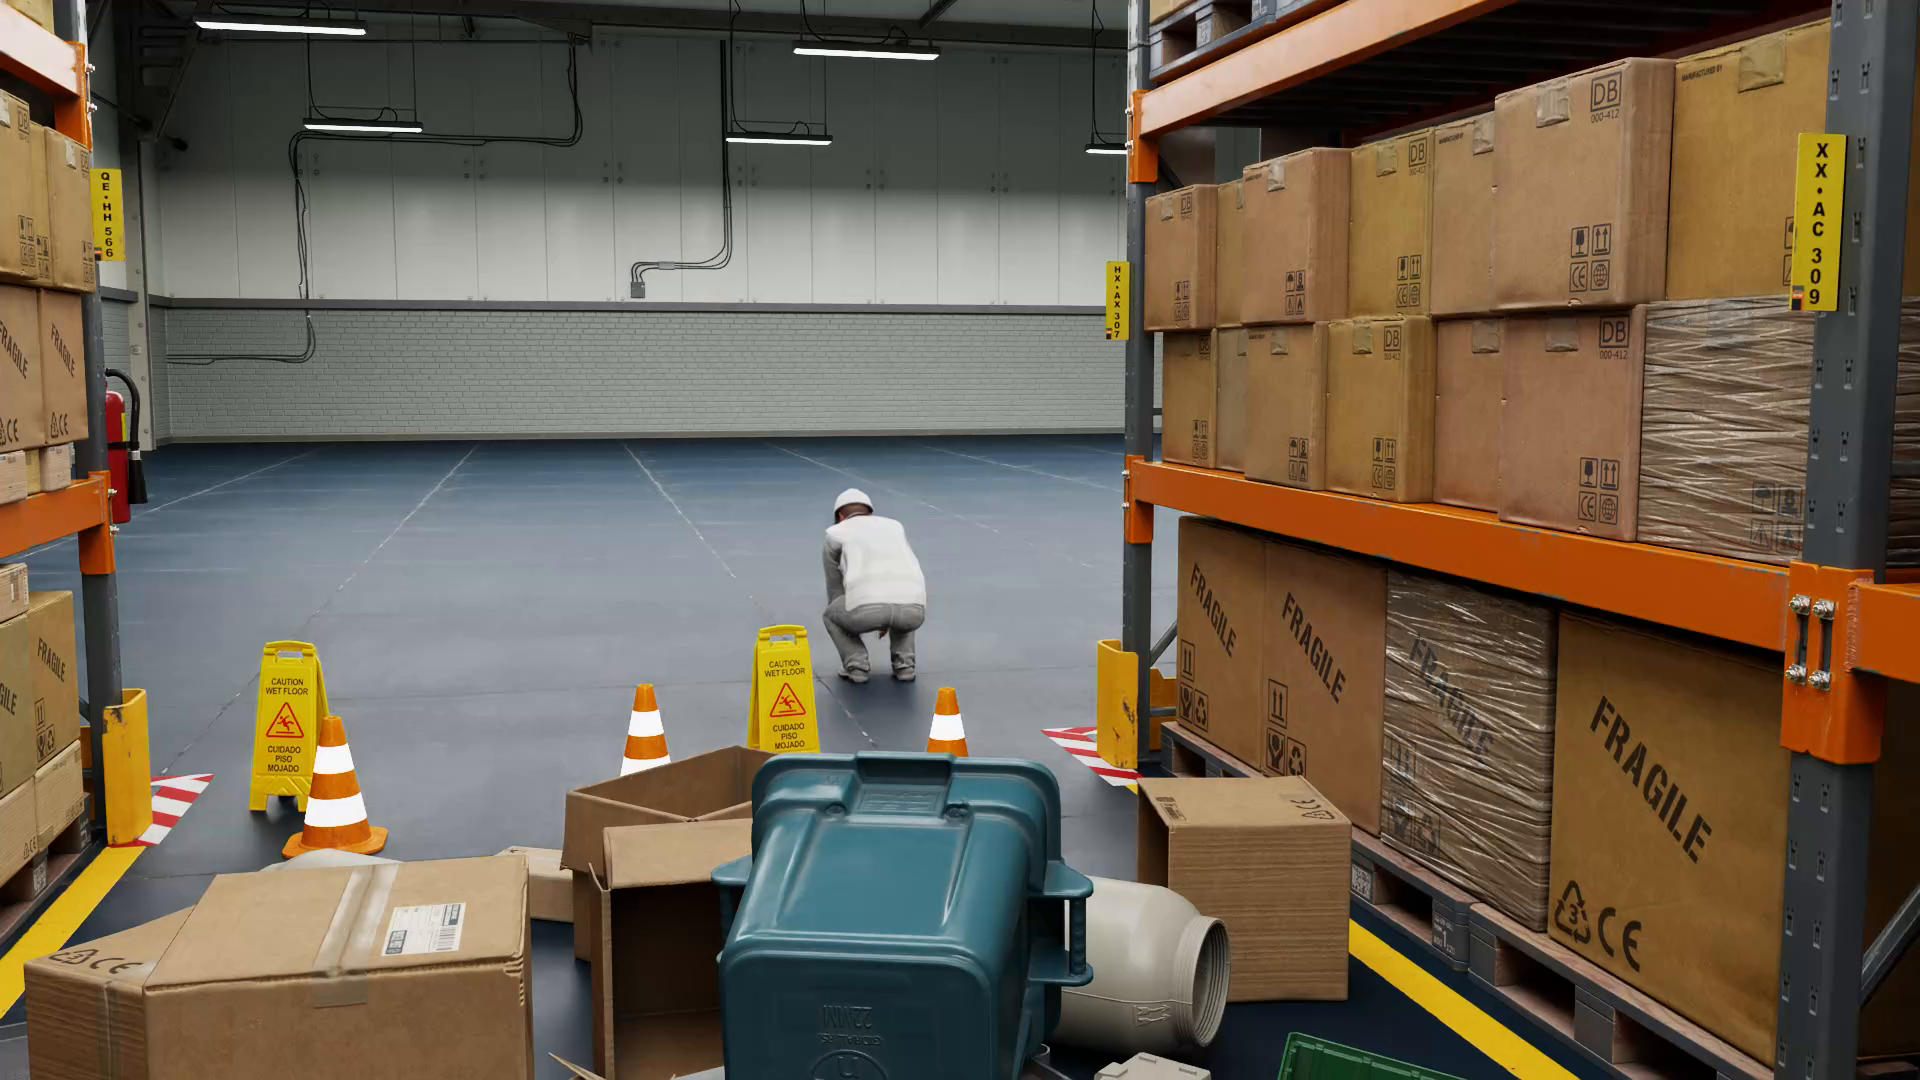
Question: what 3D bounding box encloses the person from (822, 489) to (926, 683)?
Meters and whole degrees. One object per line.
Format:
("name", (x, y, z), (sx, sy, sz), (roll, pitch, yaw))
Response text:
("person", (-0.488, 0.243, 9.188), (0.523, 1.015, 0.871), (-2, 6, -15))
